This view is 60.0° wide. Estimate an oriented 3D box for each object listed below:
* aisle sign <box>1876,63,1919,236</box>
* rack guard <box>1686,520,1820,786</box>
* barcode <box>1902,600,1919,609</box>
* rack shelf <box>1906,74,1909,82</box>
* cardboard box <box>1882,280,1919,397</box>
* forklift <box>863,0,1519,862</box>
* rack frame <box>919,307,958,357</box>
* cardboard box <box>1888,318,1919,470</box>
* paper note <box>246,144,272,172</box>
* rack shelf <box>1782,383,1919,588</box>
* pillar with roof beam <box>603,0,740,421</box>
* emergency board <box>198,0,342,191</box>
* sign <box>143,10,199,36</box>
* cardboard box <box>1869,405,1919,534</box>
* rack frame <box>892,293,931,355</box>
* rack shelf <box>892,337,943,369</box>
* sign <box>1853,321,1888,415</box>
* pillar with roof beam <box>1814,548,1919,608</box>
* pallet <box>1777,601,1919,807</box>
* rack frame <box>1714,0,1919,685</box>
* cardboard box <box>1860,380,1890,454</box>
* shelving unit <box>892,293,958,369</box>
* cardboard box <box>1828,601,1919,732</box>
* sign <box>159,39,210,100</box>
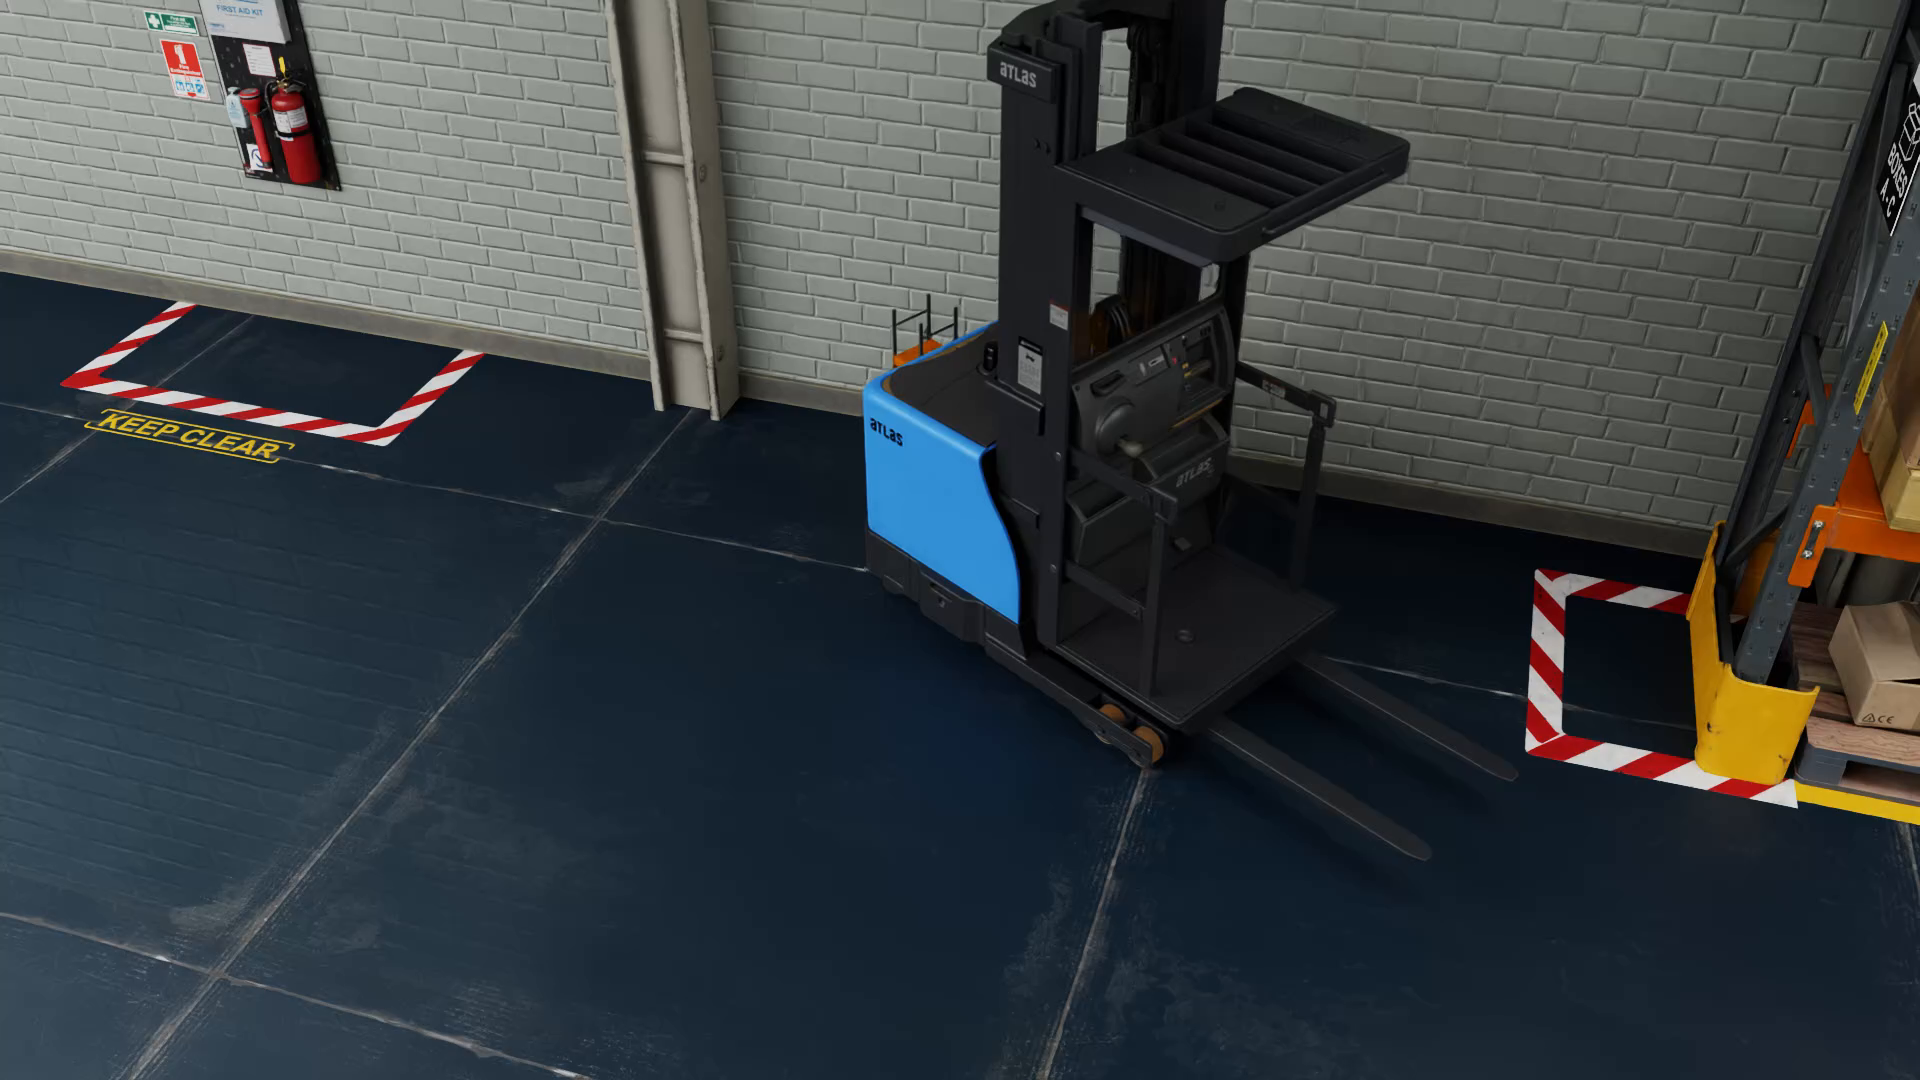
[{"bbox_3d":[3.180,-1.448,5.494,0.004,0.787,0.394,10,38,14],"label":"aisle sign"},{"bbox_3d":[3.411,0.462,7.200,0.348,0.500,1.175,10,38,14],"label":"rack guard"},{"bbox_3d":[4.108,0.294,7.209,0.075,0.075,0.001,10,38,14],"label":"barcode"},{"bbox_3d":[5.247,-1.123,5.321,4.000,0.370,1.077,10,38,14],"label":"rack shelf"},{"bbox_3d":[3.852,-0.845,6.344,0.500,0.500,0.500,10,38,13],"label":"cardboard box"},{"bbox_3d":[0.934,-0.579,6.565,1.130,2.935,3.031,-30,46,-34],"label":"forklift"},{"bbox_3d":[-0.099,-0.546,7.979,0.240,1.200,0.006,-30,46,-34],"label":"rack frame"},{"bbox_3d":[3.704,-0.553,5.948,0.500,0.500,0.500,11,38,14],"label":"cardboard box"},{"bbox_3d":[-3.958,-2.158,9.395,0.142,0.148,0.016,10,38,14],"label":"paper note"},{"bbox_3d":[5.247,0.085,6.211,4.000,0.370,1.077,10,38,14],"label":"rack shelf"},{"bbox_3d":[-2.746,-1.965,3.328,0.400,9.000,9.100,10,38,14],"label":"pillar with roof beam"},{"bbox_3d":[-3.810,-2.443,9.038,0.643,1.169,0.194,10,38,14],"label":"emergency board"},{"bbox_3d":[-4.305,-2.821,9.075,0.331,0.109,0.001,10,38,14],"label":"sign"},{"bbox_3d":[3.709,-0.240,6.155,0.500,0.250,0.500,9,37,13],"label":"cardboard box"},{"bbox_3d":[-0.226,-0.624,8.085,0.240,1.200,0.006,-30,46,-34],"label":"rack frame"},{"bbox_3d":[-0.163,-0.839,7.845,0.258,0.103,0.180,-30,46,-34],"label":"rack shelf"},{"bbox_3d":[3.177,-0.600,5.804,0.005,0.325,0.100,10,38,14],"label":"sign"},{"bbox_3d":[2.981,-0.904,1.887,0.400,9.000,9.100,10,38,14],"label":"pillar with roof beam"},{"bbox_3d":[4.176,0.742,7.064,1.213,0.211,1.003,10,38,14],"label":"pallet"},{"bbox_3d":[3.338,-0.558,6.478,0.127,3.000,1.000,10,38,14],"label":"rack frame"},{"bbox_3d":[3.842,-0.533,6.553,0.500,0.250,0.500,11,38,15],"label":"cardboard box"},{"bbox_3d":[-0.163,-0.585,8.032,0.258,1.200,0.189,-30,46,-34],"label":"shelving unit"},{"bbox_3d":[3.972,0.521,6.909,0.500,0.311,0.500,6,37,9],"label":"cardboard box"},{"bbox_3d":[-4.307,-2.613,9.240,0.234,0.329,0.001,10,38,14],"label":"sign"}]
